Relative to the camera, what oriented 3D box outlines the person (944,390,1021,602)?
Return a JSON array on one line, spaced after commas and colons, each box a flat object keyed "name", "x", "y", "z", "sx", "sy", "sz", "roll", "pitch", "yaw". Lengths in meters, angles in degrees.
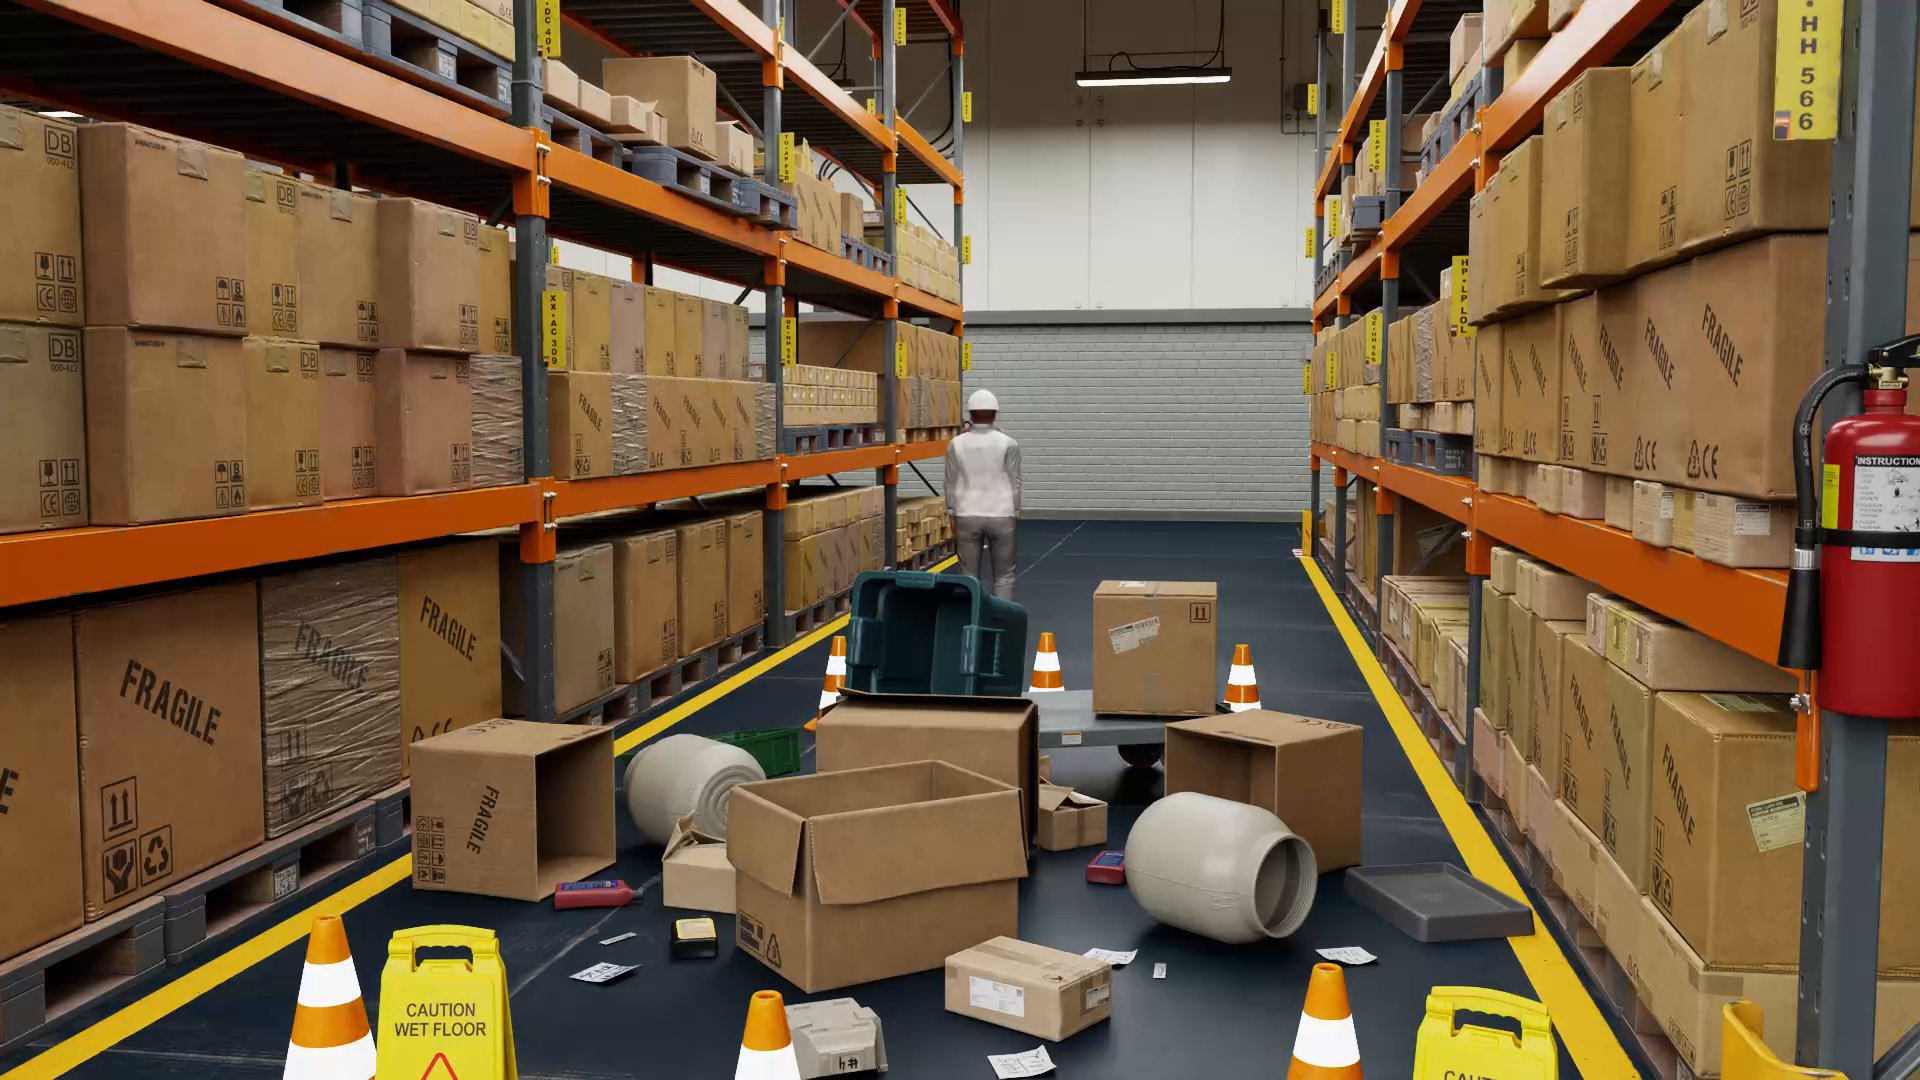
[{"name": "person", "x": 0.157, "y": -0.145, "z": 11.407, "sx": 0.534, "sy": 1.764, "sz": 0.357, "roll": 1, "pitch": 4, "yaw": 10}]
